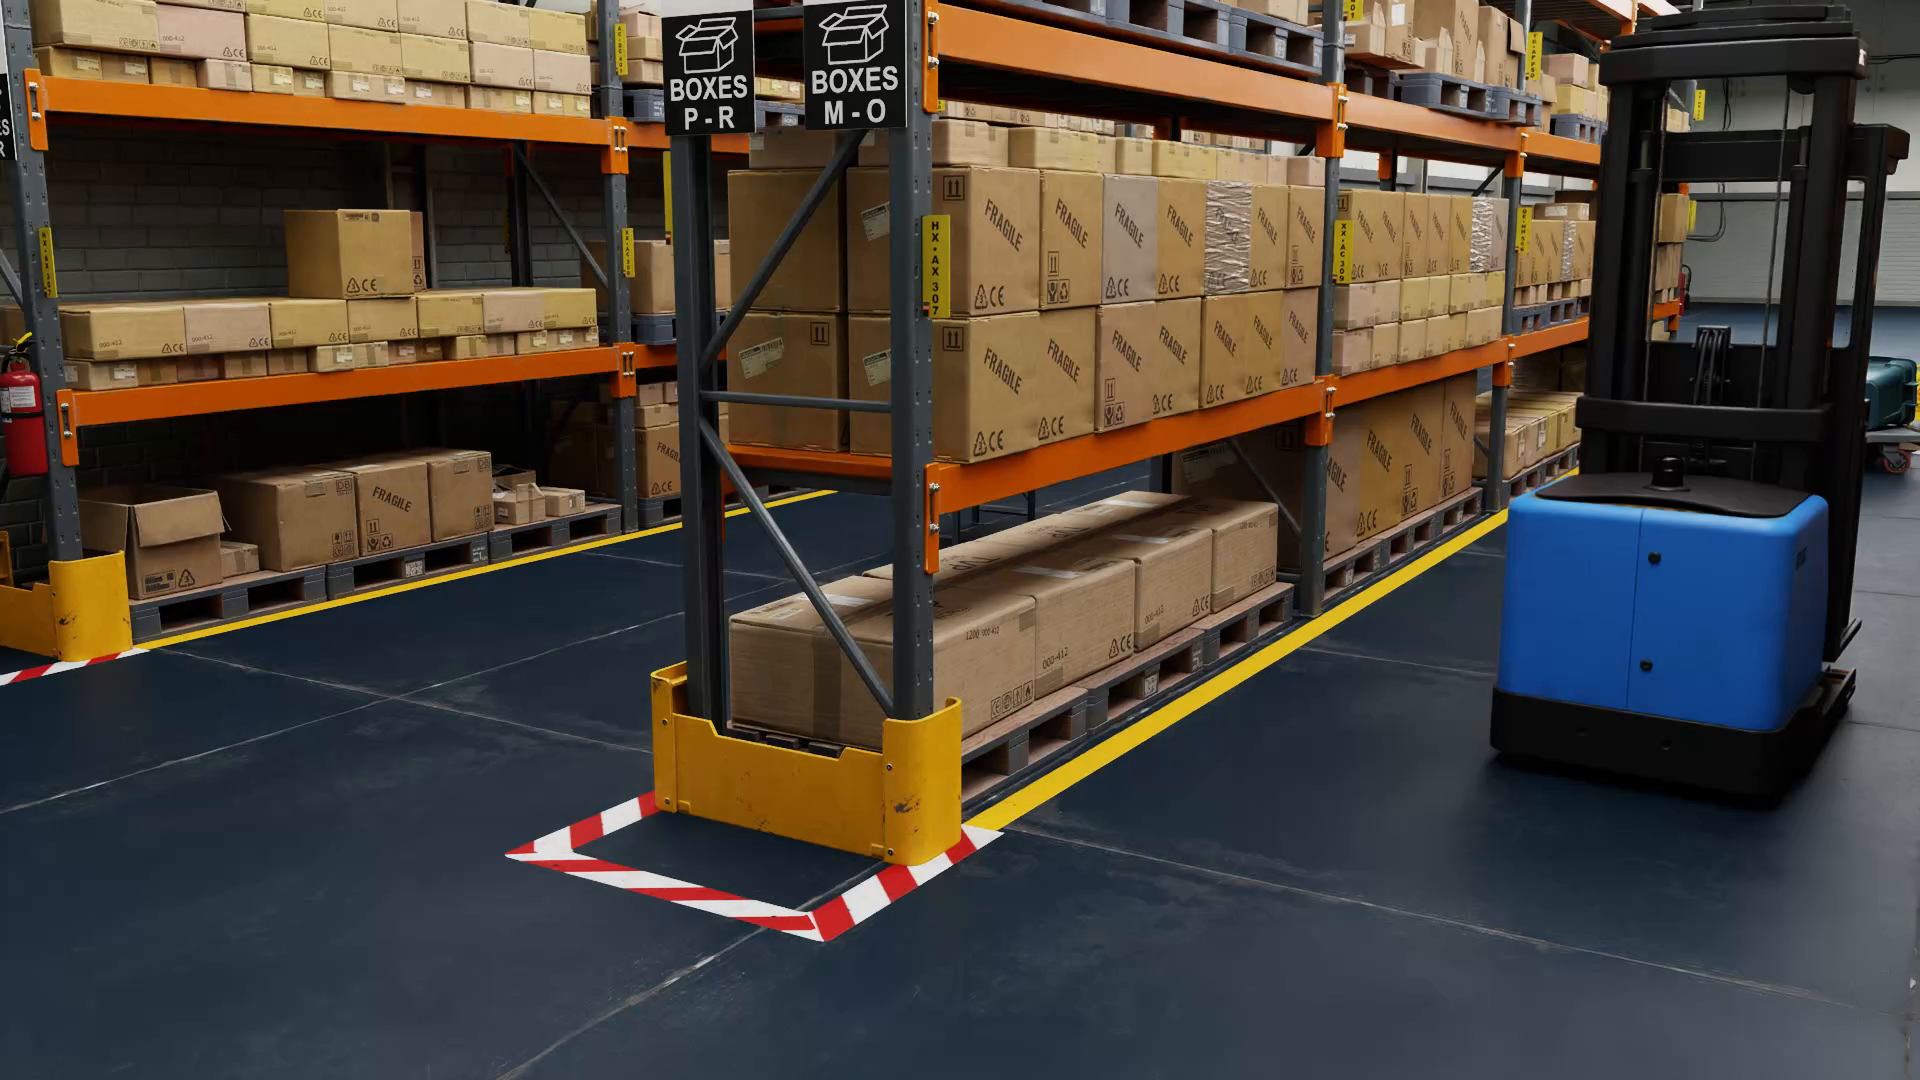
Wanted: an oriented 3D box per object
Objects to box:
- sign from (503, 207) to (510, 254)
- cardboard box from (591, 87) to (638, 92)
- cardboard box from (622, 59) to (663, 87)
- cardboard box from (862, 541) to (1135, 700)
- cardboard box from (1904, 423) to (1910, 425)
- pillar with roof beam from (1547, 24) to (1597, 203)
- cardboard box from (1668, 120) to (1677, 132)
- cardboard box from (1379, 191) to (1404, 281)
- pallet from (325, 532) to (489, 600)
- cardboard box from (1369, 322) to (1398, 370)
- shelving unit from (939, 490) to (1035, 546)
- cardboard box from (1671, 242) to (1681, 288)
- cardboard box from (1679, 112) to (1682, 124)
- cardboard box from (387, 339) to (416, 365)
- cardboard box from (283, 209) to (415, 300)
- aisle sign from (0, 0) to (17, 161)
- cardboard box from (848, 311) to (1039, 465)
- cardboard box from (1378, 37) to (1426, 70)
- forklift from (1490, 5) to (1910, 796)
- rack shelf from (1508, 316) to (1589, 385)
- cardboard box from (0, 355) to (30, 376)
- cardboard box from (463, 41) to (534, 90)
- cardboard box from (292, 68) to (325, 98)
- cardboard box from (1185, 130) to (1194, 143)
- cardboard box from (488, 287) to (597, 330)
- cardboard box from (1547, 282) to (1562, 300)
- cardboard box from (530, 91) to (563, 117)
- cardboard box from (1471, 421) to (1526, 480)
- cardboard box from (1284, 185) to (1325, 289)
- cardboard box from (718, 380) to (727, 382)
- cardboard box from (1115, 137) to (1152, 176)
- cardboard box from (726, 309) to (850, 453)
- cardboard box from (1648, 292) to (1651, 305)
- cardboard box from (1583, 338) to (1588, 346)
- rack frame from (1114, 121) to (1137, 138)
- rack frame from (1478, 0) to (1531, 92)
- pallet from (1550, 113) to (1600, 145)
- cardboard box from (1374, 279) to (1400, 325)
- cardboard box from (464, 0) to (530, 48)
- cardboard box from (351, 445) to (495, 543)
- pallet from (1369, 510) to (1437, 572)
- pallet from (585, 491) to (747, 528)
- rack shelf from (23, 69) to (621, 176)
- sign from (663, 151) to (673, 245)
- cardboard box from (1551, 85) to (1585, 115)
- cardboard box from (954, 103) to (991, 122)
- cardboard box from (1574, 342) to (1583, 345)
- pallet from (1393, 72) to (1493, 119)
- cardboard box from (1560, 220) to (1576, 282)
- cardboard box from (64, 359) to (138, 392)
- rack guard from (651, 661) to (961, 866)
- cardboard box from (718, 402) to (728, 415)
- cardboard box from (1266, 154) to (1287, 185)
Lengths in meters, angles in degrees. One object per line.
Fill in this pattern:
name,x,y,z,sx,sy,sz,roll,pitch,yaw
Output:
sign,-3.191,-2.191,11.776,0.100,0.325,0.005,6,12,31
cardboard box,-2.510,-3.272,11.812,0.380,0.149,0.250,7,13,32
cardboard box,-2.220,-3.185,11.349,0.380,0.149,0.250,7,12,32
cardboard box,0.178,0.328,7.288,0.875,0.438,0.875,7,13,32
cardboard box,9.011,-1.238,16.615,0.797,0.503,0.637,-2,11,-9
pillar with roof beam,18.523,-9.746,38.971,9.100,9.000,0.548,6,12,31
cardboard box,7.197,-4.263,17.436,0.500,0.250,0.500,7,13,32
cardboard box,2.244,-1.761,9.636,0.500,0.500,0.500,6,12,30
pallet,-3.705,0.102,10.253,1.003,0.211,1.213,6,12,31
cardboard box,2.251,-1.148,9.756,0.500,0.250,0.500,6,12,29
shelving unit,0.044,-0.751,11.302,0.538,1.500,1.048,6,12,31
cardboard box,7.713,-3.067,18.520,0.500,0.500,0.500,6,12,30
cardboard box,7.669,-4.608,18.195,0.380,0.149,0.250,7,12,32
cardboard box,-3.481,-1.131,9.941,0.380,0.149,0.250,6,12,31
cardboard box,-3.547,-1.663,9.663,0.500,0.500,0.500,7,13,32
aisle sign,-4.576,-2.180,7.795,0.394,0.787,0.004,6,12,31
cardboard box,-0.053,-0.564,5.960,0.500,0.500,0.500,6,12,30
cardboard box,2.485,-2.828,9.663,0.380,0.166,0.250,5,12,27
forklift,3.364,-0.719,7.243,1.130,2.935,3.031,7,13,34
rack shelf,4.644,-1.686,14.179,1.077,0.370,4.000,6,12,31
cardboard box,-4.849,-0.895,8.680,0.380,0.149,0.250,6,12,30
cardboard box,-3.012,-2.934,10.337,0.500,0.250,0.500,6,12,29
cardboard box,-3.743,-2.518,9.198,0.380,0.149,0.250,6,12,30
cardboard box,2.469,-4.696,19.103,0.396,0.266,0.258,6,12,29
cardboard box,-2.771,-1.539,11.036,0.500,0.250,0.500,7,13,32
cardboard box,4.814,-2.091,13.928,0.380,0.149,0.250,7,13,32
cardboard box,-2.779,-2.798,10.692,0.380,0.149,0.250,6,12,31
cardboard box,3.908,-0.728,13.105,0.950,0.372,0.625,5,12,27
cardboard box,1.520,-1.536,8.434,0.500,0.500,0.500,6,12,30
cardboard box,-1.801,-1.235,13.701,0.380,0.149,0.250,6,12,31
cardboard box,0.560,-1.559,6.790,0.380,0.149,0.250,7,12,31
cardboard box,-0.523,-0.617,6.243,0.500,0.500,0.500,6,12,31
cardboard box,7.144,-2.573,17.643,0.380,0.149,0.250,6,12,30
cardboard box,6.336,-1.978,16.311,0.380,0.149,0.250,7,12,32
rack frame,1.439,-5.777,17.771,1.000,3.000,0.127,6,12,31
rack frame,3.606,-4.674,11.881,1.000,3.000,0.127,6,12,31
pallet,4.735,-3.486,14.197,1.213,0.211,1.003,6,12,31
cardboard box,2.245,-1.395,9.718,0.500,0.250,0.500,7,12,32
cardboard box,-3.027,-3.179,10.289,0.500,0.250,0.500,6,12,30
cardboard box,-3.377,-0.300,10.469,0.700,0.500,0.500,6,12,29
pallet,2.498,-0.047,11.044,1.003,0.211,1.213,6,12,31
pallet,-2.325,-0.331,12.561,1.003,0.211,1.213,6,12,31
rack shelf,-3.753,-2.376,9.712,1.077,0.370,4.000,6,12,31
sign,-1.004,-1.207,5.872,0.100,0.325,0.005,6,12,31
cardboard box,4.971,-3.697,14.077,0.500,0.250,0.500,7,12,31
cardboard box,-0.054,-4.069,15.114,0.500,0.500,0.500,7,12,31
cardboard box,6.488,-1.730,16.752,0.500,0.500,0.500,7,13,33
pallet,2.739,-2.824,10.665,1.003,0.211,1.213,7,13,33
cardboard box,4.838,-2.420,13.924,0.500,0.500,0.500,6,12,29
cardboard box,-4.386,-0.843,8.401,0.380,0.149,0.250,6,12,30
rack guard,-0.560,0.765,5.922,1.175,0.500,0.348,6,12,31
cardboard box,-1.969,-1.034,12.630,0.380,0.149,0.250,6,12,30
cardboard box,1.412,-1.846,8.324,0.380,0.149,0.250,7,13,32
